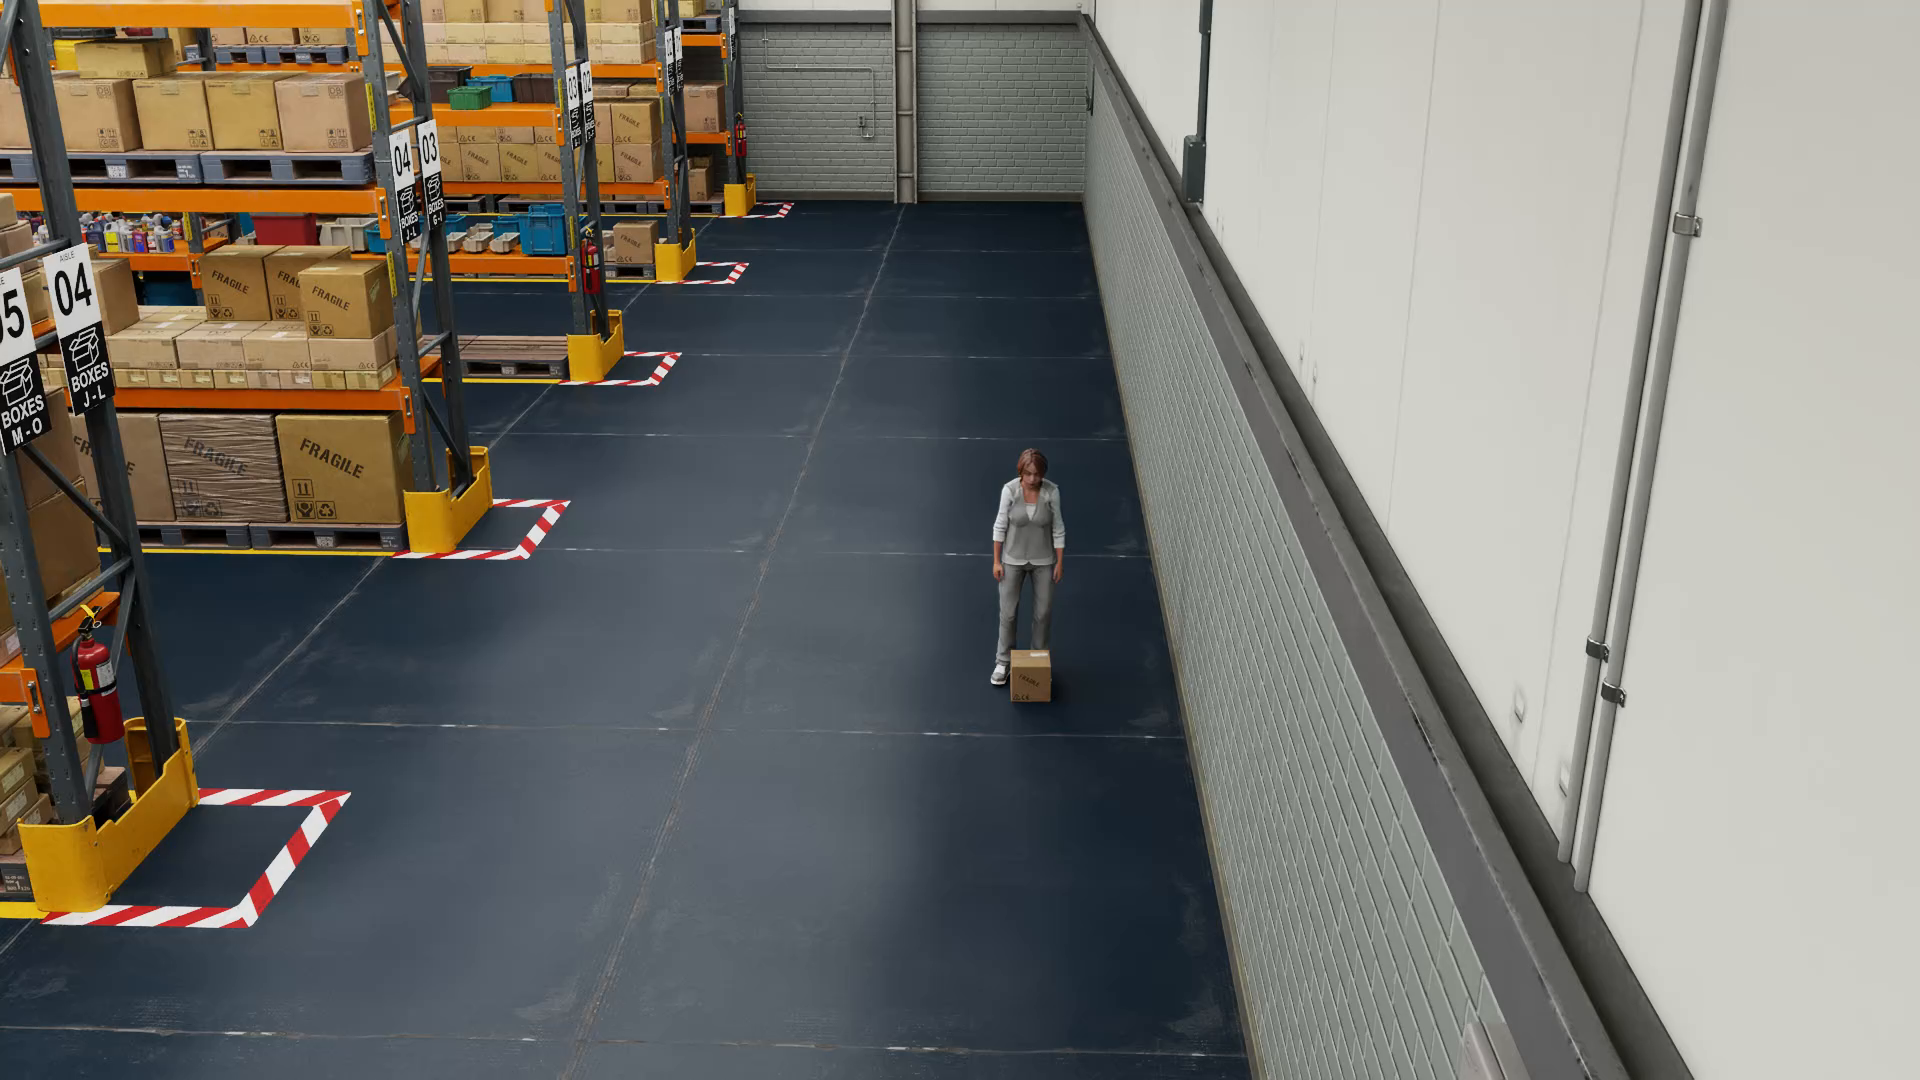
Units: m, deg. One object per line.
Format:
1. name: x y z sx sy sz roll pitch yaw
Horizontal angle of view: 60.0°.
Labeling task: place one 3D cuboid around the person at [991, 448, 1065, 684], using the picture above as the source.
1. person: 0.439 0.160 10.683 0.465 1.592 0.345 1 21 2
